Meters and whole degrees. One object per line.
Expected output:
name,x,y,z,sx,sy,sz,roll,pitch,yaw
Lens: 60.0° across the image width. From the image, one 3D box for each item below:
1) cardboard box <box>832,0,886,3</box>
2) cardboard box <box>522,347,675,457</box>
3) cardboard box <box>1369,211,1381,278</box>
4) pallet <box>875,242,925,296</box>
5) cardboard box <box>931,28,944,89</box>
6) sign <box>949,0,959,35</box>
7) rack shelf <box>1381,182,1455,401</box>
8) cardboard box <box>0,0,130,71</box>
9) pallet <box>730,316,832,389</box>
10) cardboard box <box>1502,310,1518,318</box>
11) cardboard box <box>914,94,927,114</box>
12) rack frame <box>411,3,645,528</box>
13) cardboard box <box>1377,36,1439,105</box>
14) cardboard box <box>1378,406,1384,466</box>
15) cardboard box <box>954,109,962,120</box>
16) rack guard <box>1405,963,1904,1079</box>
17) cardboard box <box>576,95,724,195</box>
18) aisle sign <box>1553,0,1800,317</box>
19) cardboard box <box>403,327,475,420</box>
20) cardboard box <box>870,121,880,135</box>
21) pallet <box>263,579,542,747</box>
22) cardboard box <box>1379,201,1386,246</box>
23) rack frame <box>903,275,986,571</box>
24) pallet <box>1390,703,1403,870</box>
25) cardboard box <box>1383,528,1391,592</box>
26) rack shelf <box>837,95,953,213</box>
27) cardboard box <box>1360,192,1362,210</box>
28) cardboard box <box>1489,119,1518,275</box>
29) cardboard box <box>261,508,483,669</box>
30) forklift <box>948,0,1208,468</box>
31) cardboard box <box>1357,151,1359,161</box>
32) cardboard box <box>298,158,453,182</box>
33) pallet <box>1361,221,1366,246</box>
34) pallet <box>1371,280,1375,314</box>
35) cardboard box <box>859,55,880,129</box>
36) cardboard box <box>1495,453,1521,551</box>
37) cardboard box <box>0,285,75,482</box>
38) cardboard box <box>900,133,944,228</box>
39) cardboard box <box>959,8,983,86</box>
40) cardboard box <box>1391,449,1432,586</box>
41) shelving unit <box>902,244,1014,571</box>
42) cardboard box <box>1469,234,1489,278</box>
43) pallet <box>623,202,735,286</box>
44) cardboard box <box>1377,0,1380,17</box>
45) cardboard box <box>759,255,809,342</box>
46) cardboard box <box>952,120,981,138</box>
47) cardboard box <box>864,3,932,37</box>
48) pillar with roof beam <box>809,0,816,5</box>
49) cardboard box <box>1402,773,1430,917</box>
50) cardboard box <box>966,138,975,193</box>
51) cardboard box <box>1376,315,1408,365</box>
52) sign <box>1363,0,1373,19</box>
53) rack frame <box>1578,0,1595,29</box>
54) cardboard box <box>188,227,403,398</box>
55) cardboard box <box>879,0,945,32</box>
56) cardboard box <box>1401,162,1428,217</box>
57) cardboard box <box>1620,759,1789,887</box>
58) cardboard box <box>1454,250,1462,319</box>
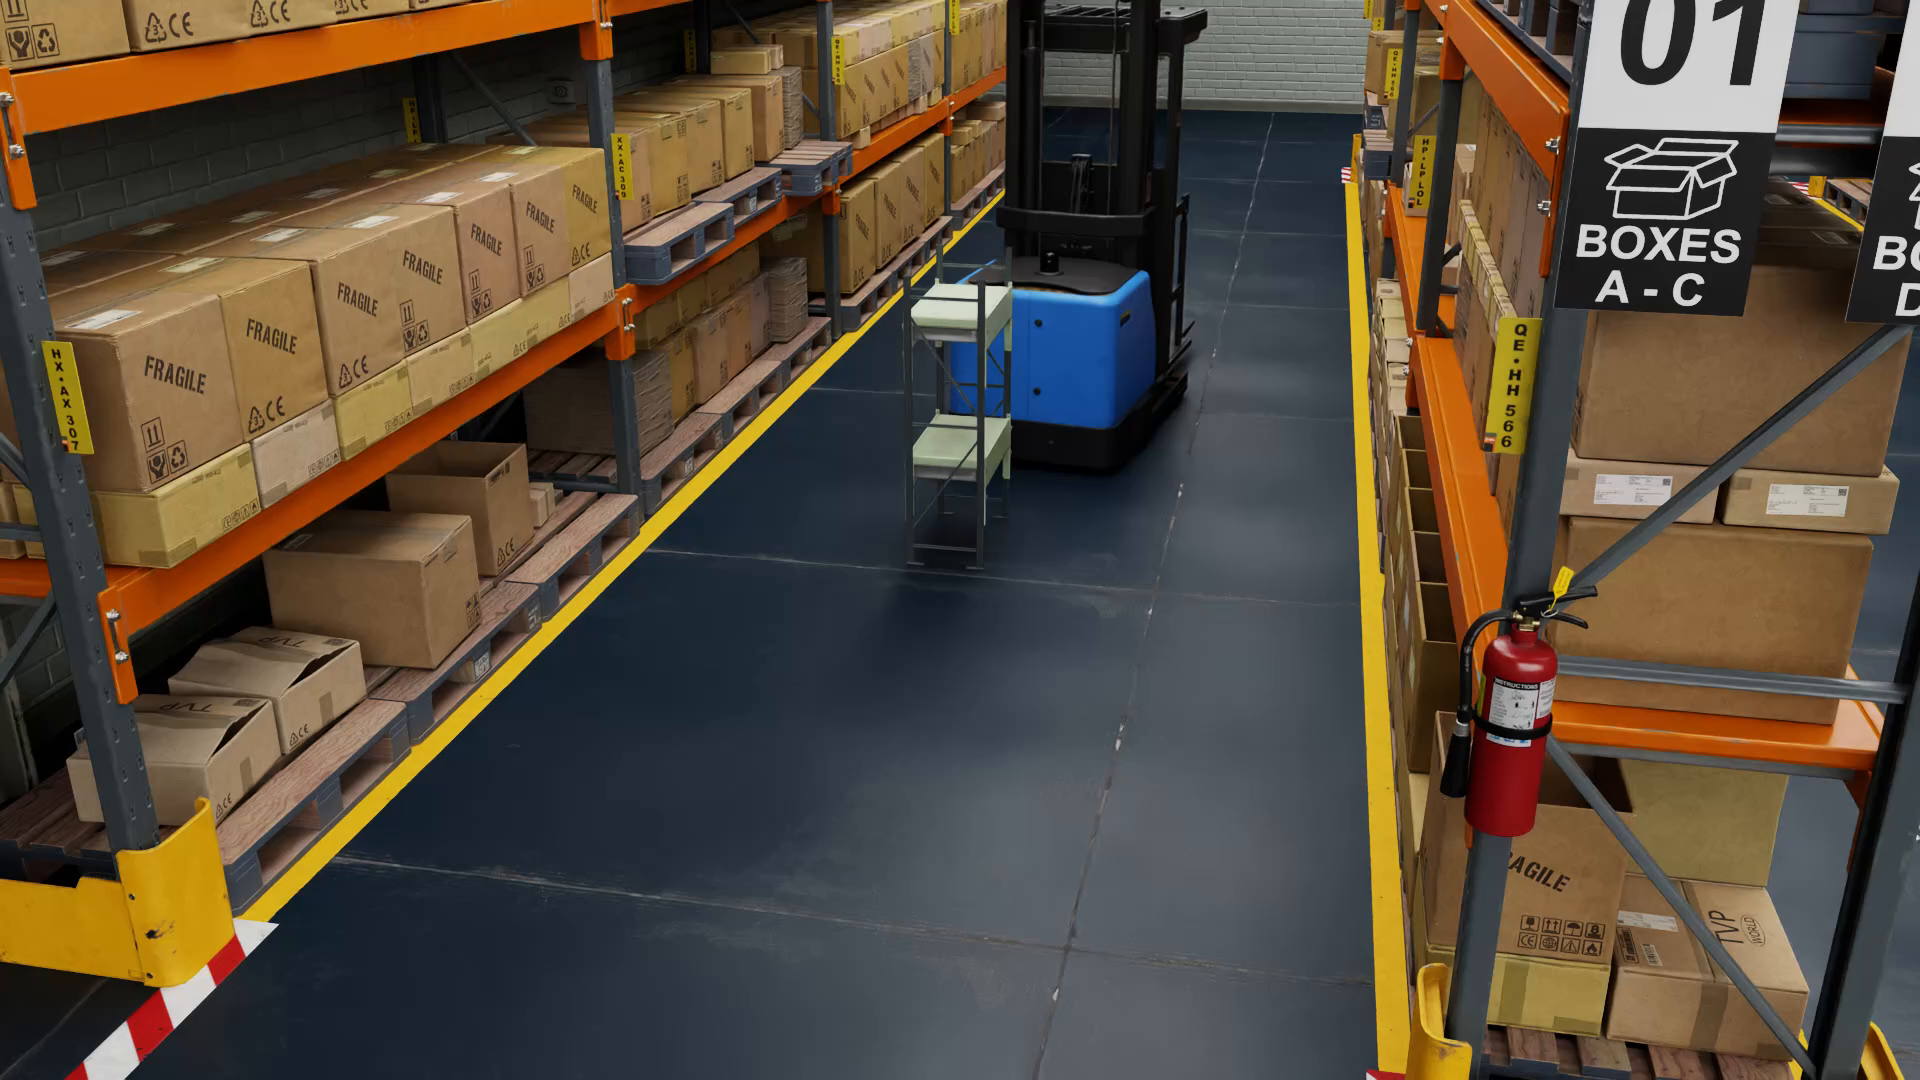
cardboard box,-0.939,-4.820,15.243,0.500,0.250,0.500,5,23,13
cardboard box,-2.089,-0.816,9.621,0.700,0.500,0.500,5,23,13
cardboard box,3.612,-2.374,13.489,0.500,0.500,0.500,4,22,9
pallet,-0.921,-2.398,14.524,1.003,0.211,1.213,4,22,11
cardboard box,-0.438,-4.432,15.285,0.500,0.500,0.500,4,22,10
sign,-0.057,-4.889,15.534,0.100,0.325,0.005,4,22,11
rack shelf,3.036,-1.522,9.581,1.077,0.370,4.000,4,22,11
cardboard box,-2.726,-1.588,4.606,0.500,0.500,0.500,5,22,12
pallet,-1.567,-1.385,12.009,1.003,0.211,1.213,4,22,11
cardboard box,1.966,-0.637,5.418,0.380,0.149,0.250,5,22,12
cardboard box,-0.504,-3.888,14.801,0.380,0.149,0.250,4,22,11
rack frame,-2.223,-1.501,8.565,1.000,3.000,0.127,4,22,11
cardboard box,3.866,-3.879,13.774,0.700,0.500,0.500,8,23,19
cardboard box,2.637,-0.590,9.421,0.500,0.250,0.500,5,22,12
cardboard box,-0.194,-4.653,18.308,0.380,0.149,0.250,5,22,12
rack guard,1.807,1.507,4.444,1.175,0.500,0.348,4,22,11
cardboard box,-1.861,-2.382,10.030,0.700,0.500,0.500,8,23,18
aisle sign,1.510,-0.866,3.509,0.394,0.787,0.004,4,22,11
cardboard box,-2.321,-0.693,6.734,0.500,0.250,0.500,5,22,11
cardboard box,-0.877,-3.432,13.669,0.380,0.149,0.250,5,22,12
pallet,-2.572,0.488,7.358,1.003,0.211,1.213,4,22,11
cardboard box,3.412,-2.361,12.453,0.500,0.250,0.500,5,23,13
rack frame,-0.076,-0.559,8.235,0.400,1.500,0.023,4,22,11
pallet,2.178,0.904,6.326,1.003,0.211,1.213,4,22,11
cardboard box,2.236,0.103,7.702,0.500,0.250,0.500,4,22,11
rack shelf,-0.998,-3.361,14.148,1.077,0.370,4.000,4,22,11
cardboard box,4.116,-3.304,16.269,0.380,0.149,0.250,4,22,11
cardboard box,2.339,-1.242,6.052,0.700,0.500,0.500,4,22,11
cardboard box,-2.495,0.198,7.103,0.700,0.500,0.500,3,22,8
forklift,0.903,-2.299,10.638,1.130,2.935,3.031,8,23,18
cardboard box,4.654,-4.268,18.663,0.380,0.149,0.250,4,22,11
cardboard box,-2.632,-1.444,7.593,0.500,0.500,0.500,4,22,11
pallet,4.401,-3.008,16.040,1.003,0.211,1.213,4,22,11
pallet,3.884,-2.009,13.559,1.003,0.211,1.213,4,22,11
cardboard box,-0.941,-3.506,12.986,0.500,0.500,0.500,5,23,13
cardboard box,2.129,-0.251,5.329,0.700,0.500,0.500,5,22,11
cardboard box,-3.151,-0.514,5.285,0.500,0.500,0.500,4,22,10
cardboard box,-0.596,-3.377,15.538,0.750,0.750,0.750,5,22,12
cardboard box,-0.309,-5.029,16.925,0.980,0.700,0.700,4,22,10
cardboard box,2.132,-0.063,7.109,0.500,0.500,0.500,4,22,11
shelving unit,-0.001,-0.693,8.567,0.431,1.500,0.755,4,22,11
cardboard box,2.229,-1.106,6.583,0.380,0.149,0.250,4,22,10
pallet,-1.924,-1.680,9.267,1.003,0.211,1.213,4,22,11
cardboard box,4.315,-5.137,16.121,0.500,0.500,0.500,5,22,11
cardboard box,-1.502,-1.741,11.918,0.700,0.500,0.500,5,22,12
cardboard box,0.018,-4.331,17.507,0.380,0.149,0.250,4,22,9
cardboard box,-0.549,-4.592,14.677,0.500,0.250,0.500,5,22,12
pillar with roof beam,2.920,-7.203,14.693,9.100,9.000,0.400,4,22,11
cardboard box,1.722,1.017,5.433,0.500,0.250,0.500,4,22,11
cardboard box,-0.231,-3.911,17.333,0.700,0.500,0.500,4,22,10
cardboard box,2.844,-1.219,10.232,0.500,0.311,0.500,4,22,9
sign,4.545,-5.956,18.469,0.100,0.325,0.005,4,22,11
rack frame,1.811,-2.444,2.878,1.000,3.000,0.127,4,22,11
cardboard box,-2.425,-0.846,6.108,0.500,0.500,0.500,4,22,9
cardboard box,-0.435,-4.778,15.139,0.500,0.250,0.500,5,22,12
cardboard box,3.072,-2.234,10.504,0.500,0.311,0.500,4,22,10
cardboard box,2.239,0.709,5.193,0.500,0.500,0.500,4,22,11
cardboard box,2.685,-1.238,8.114,0.500,0.250,0.500,6,23,14
